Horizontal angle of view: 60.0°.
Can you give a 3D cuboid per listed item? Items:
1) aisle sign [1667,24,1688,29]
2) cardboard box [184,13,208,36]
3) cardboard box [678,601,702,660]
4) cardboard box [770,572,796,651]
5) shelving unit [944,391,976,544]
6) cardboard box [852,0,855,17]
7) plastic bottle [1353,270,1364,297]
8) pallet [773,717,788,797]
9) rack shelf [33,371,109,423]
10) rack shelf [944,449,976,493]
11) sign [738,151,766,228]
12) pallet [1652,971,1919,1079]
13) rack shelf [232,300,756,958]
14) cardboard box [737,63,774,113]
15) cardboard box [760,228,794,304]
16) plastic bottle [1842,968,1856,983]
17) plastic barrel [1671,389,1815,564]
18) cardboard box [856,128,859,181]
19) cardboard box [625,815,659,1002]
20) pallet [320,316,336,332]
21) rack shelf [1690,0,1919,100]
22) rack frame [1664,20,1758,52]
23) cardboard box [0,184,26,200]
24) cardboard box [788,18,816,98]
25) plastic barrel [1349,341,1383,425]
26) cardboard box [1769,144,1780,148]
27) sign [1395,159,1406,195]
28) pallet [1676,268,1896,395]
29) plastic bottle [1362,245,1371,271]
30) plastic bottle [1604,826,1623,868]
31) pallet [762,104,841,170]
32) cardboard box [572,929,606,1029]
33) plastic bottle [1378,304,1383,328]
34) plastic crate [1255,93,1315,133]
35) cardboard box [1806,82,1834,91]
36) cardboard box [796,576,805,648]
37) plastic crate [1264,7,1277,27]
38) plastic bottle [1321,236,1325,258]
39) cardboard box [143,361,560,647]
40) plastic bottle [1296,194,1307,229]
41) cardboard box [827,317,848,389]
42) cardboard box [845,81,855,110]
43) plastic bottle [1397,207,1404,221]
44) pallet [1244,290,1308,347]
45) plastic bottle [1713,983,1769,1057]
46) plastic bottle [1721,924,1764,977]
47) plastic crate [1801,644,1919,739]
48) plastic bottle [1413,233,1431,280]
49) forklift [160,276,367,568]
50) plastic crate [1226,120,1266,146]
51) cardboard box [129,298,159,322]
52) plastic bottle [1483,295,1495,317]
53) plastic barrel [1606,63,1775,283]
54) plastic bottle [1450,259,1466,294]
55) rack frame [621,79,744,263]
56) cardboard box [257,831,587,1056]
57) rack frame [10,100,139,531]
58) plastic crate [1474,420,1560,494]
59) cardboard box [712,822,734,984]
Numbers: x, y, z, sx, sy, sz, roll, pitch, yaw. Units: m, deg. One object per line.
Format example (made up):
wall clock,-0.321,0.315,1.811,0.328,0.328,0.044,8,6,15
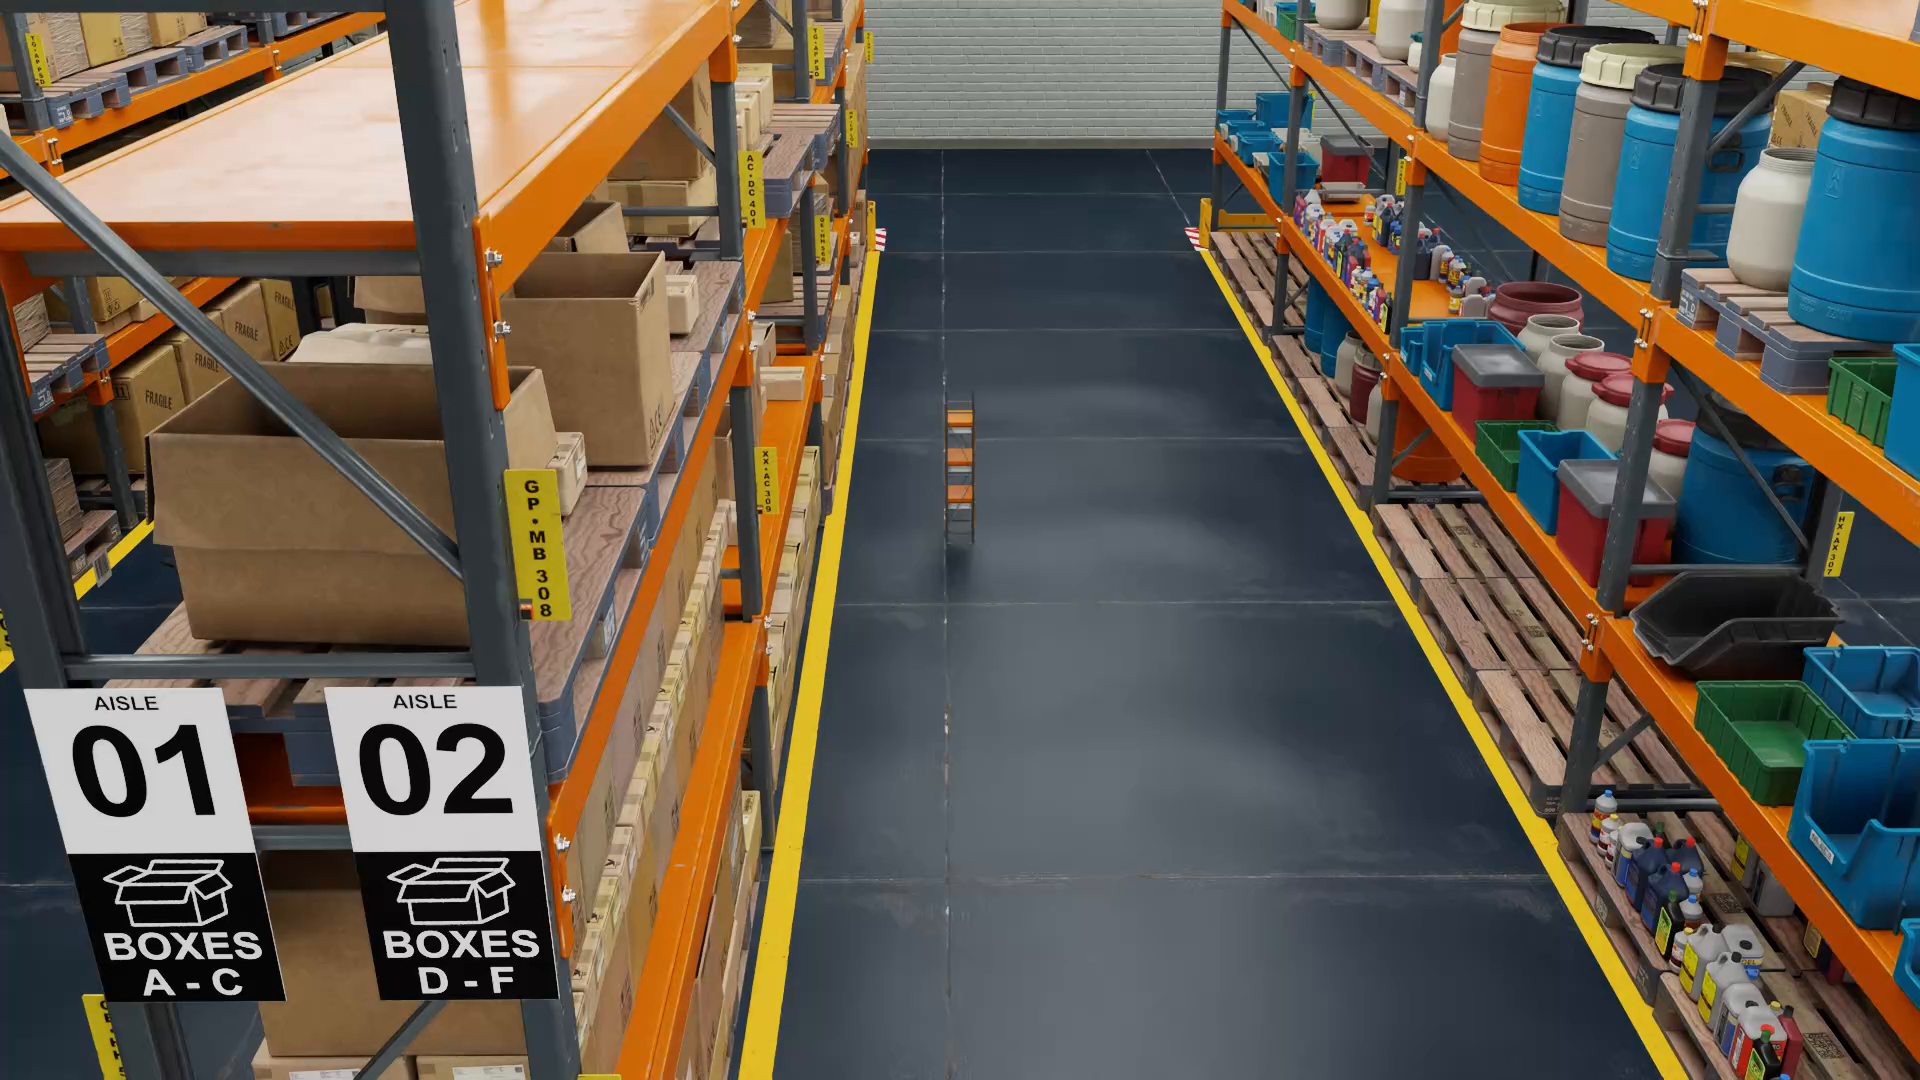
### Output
aisle sign,8.042,-6.035,18.299,0.394,0.787,0.004,0,24,-1
cardboard box,-6.573,-4.357,13.448,0.700,0.500,0.500,-2,24,-3
cardboard box,-1.205,0.355,6.417,0.380,0.149,0.250,0,24,-1
cardboard box,-1.194,0.381,9.415,0.500,0.311,0.500,-1,24,-2
shelving unit,-0.001,-0.500,11.582,0.215,1.050,0.252,0,24,-1
cardboard box,-1.291,-5.249,16.257,0.500,0.250,0.500,0,24,-1
plastic bottle,3.055,-1.961,12.687,0.097,0.201,0.097,0,24,0
pallet,-1.479,1.133,8.989,1.003,0.211,1.213,0,24,-1
rack shelf,-6.407,-0.307,9.662,1.077,0.370,4.000,0,24,-1
rack shelf,-0.001,-0.491,11.587,0.215,0.259,0.240,0,24,-1
sign,-0.877,-1.476,7.010,0.100,0.325,0.005,0,24,-1
pallet,3.503,2.196,6.638,1.003,0.211,1.213,0,24,-1
rack shelf,-1.410,-0.049,5.452,1.077,0.370,4.000,0,24,-1
cardboard box,-1.414,-2.786,10.302,0.500,0.250,0.500,-2,24,-4
cardboard box,-1.595,-1.978,11.854,0.700,0.500,0.500,-9,26,-18
plastic bottle,3.820,1.729,7.059,0.152,0.276,0.135,0,24,0
plastic barrel,3.820,-0.244,8.041,0.600,0.901,0.708,0,24,-1
cardboard box,-1.264,-3.805,16.401,0.500,0.500,0.500,0,24,-1
cardboard box,-1.391,1.155,5.435,0.700,0.500,0.500,0,24,0
pallet,-6.402,-2.150,16.248,1.003,0.211,1.213,0,24,-1
rack shelf,3.543,-1.254,4.962,1.077,0.370,4.000,0,24,-1
rack frame,8.343,-4.822,18.772,1.000,3.000,0.127,0,24,-1
cardboard box,-6.695,-2.390,11.977,0.500,0.250,0.500,-1,24,-2
cardboard box,-1.525,-3.499,12.085,0.910,0.500,0.500,0,24,-1
plastic barrel,3.443,-1.263,13.319,0.600,0.588,0.708,0,24,-1
cardboard box,8.111,-3.635,15.968,0.500,0.250,0.500,0,24,1
sign,3.984,-3.279,15.025,0.100,0.325,0.005,0,24,-1
pallet,3.627,-0.839,6.554,1.213,0.211,1.003,0,24,-1
plastic bottle,3.176,-2.163,13.033,0.061,0.283,0.133,0,24,-1
plastic bottle,3.089,1.437,7.796,0.097,0.201,0.097,0,24,0
pallet,-1.379,-2.484,10.191,1.213,0.211,1.003,1,24,2
cardboard box,-1.183,1.201,4.545,0.380,0.149,0.250,-1,24,-2
plastic bottle,3.064,-1.625,11.945,0.097,0.201,0.097,0,24,0
plastic crate,3.581,-4.706,18.400,0.616,0.435,0.499,0,24,-1
cardboard box,8.629,-4.199,16.304,0.500,0.500,0.500,-1,24,-2
cardboard box,-1.206,0.426,9.995,0.500,0.250,0.500,0,24,0
plastic crate,3.040,-4.921,15.669,0.293,0.136,0.466,0,24,-1
plastic bottle,3.042,-2.439,13.744,0.097,0.201,0.097,0,24,0
cardboard box,-1.390,-0.092,3.868,0.797,0.503,0.637,1,24,3
plastic bottle,3.013,-2.890,14.642,0.061,0.283,0.133,0,24,-1
cardboard box,-1.225,-1.580,14.103,0.500,0.500,0.500,0,24,0
cardboard box,-1.249,-4.040,15.708,0.500,0.500,0.500,-1,24,-2
plastic bottle,3.773,-2.676,14.086,0.144,0.351,0.185,0,24,-1
pallet,3.387,-2.184,16.322,1.003,0.211,1.213,0,24,-1
plastic bottle,3.130,1.918,6.641,0.152,0.276,0.135,-1,24,-2
plastic bottle,3.270,1.762,6.986,0.152,0.276,0.135,0,24,-1
plastic crate,3.805,0.667,6.815,0.499,0.251,0.616,0,24,-1
plastic bottle,3.633,-2.242,13.127,0.144,0.351,0.185,0,24,-1
forklift,-3.723,-0.891,10.164,3.031,2.935,1.130,9,26,20
plastic crate,3.071,-4.376,17.917,0.416,0.233,0.300,0,24,-1
cardboard box,-6.113,-1.704,12.158,0.380,0.149,0.250,0,24,1
plastic bottle,3.796,-1.627,11.857,0.152,0.276,0.135,0,24,-1
plastic barrel,3.299,-1.659,7.529,0.600,0.901,0.708,0,24,-1
plastic bottle,3.813,-2.013,12.717,0.097,0.271,0.097,0,24,0
rack frame,-1.432,-2.568,6.507,1.000,3.000,0.127,0,24,-1
cardboard box,-1.381,0.963,4.285,0.700,0.500,0.500,0,24,0
rack frame,-6.429,-1.459,11.335,1.000,3.000,0.127,0,24,-1
plastic crate,3.220,-0.475,9.417,0.450,0.188,0.662,0,24,-1
cardboard box,-1.205,1.488,6.738,0.500,0.500,0.500,0,24,-1
